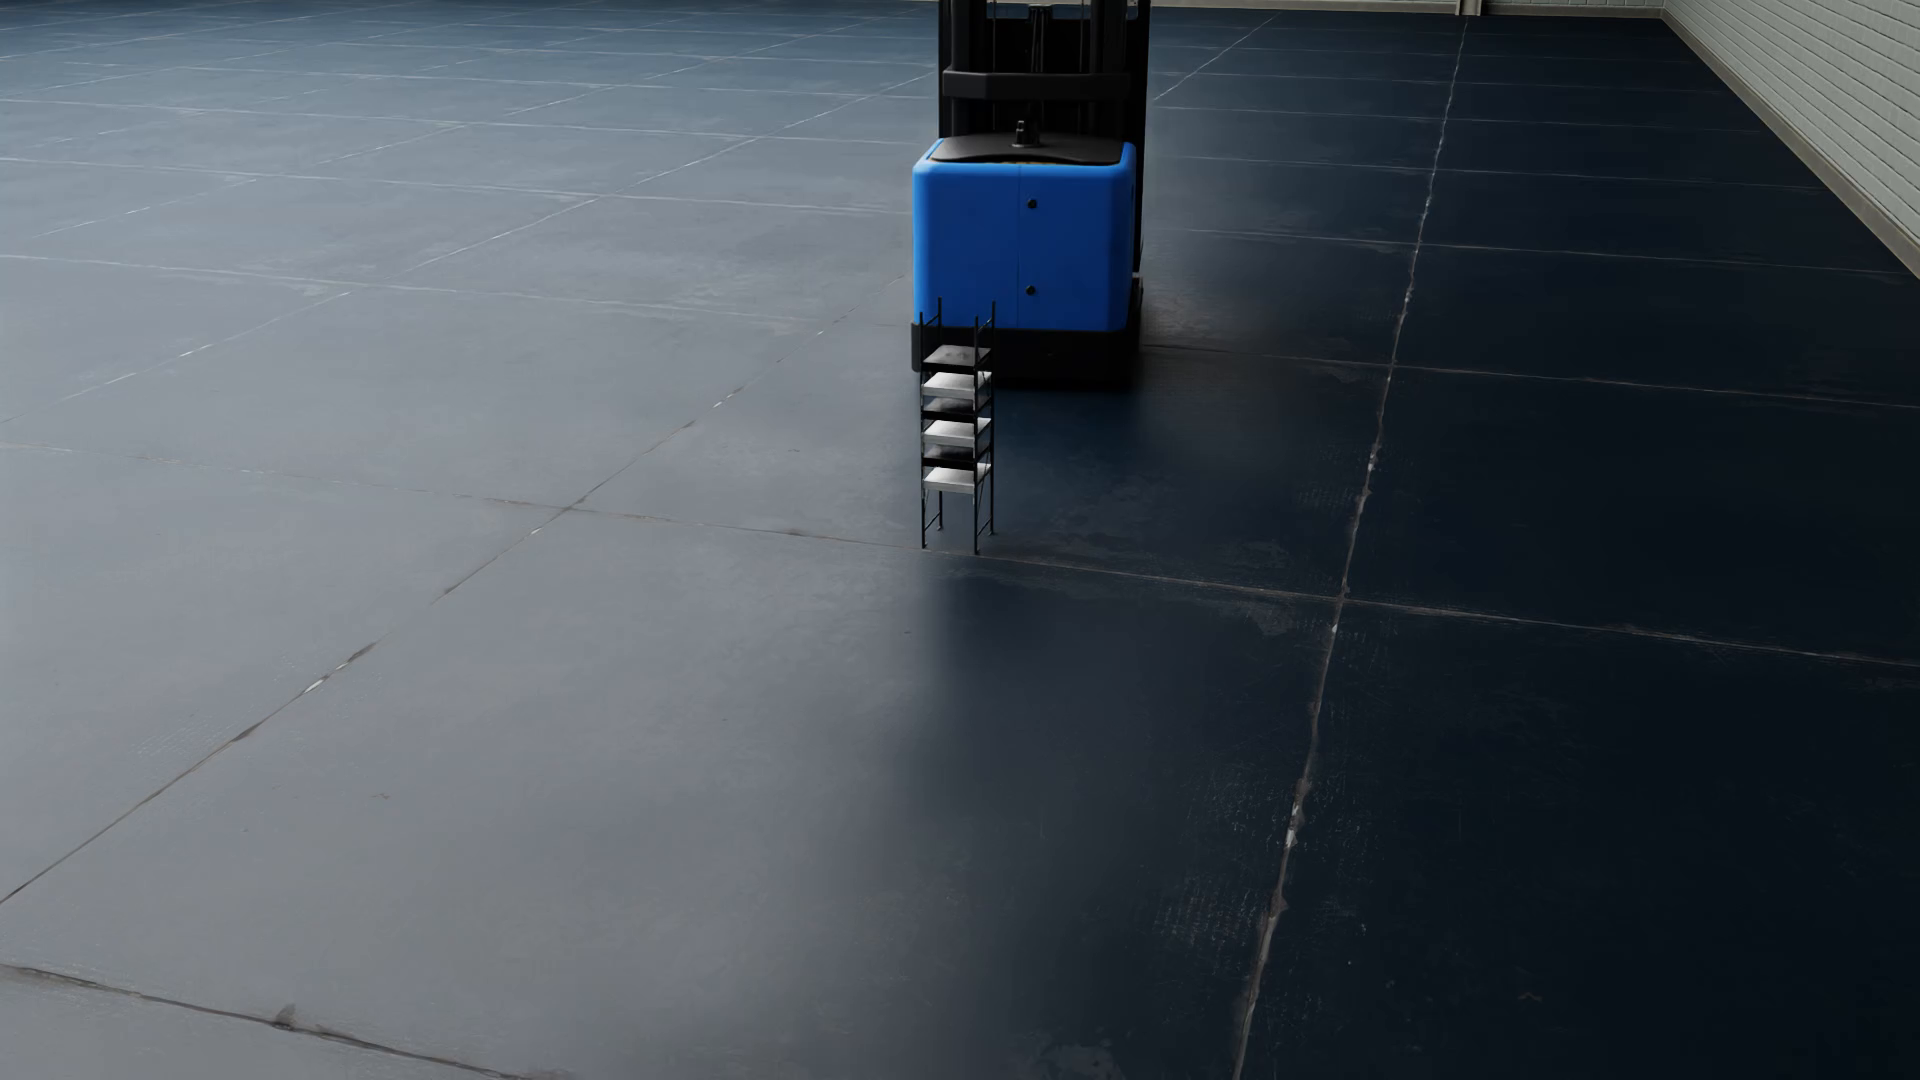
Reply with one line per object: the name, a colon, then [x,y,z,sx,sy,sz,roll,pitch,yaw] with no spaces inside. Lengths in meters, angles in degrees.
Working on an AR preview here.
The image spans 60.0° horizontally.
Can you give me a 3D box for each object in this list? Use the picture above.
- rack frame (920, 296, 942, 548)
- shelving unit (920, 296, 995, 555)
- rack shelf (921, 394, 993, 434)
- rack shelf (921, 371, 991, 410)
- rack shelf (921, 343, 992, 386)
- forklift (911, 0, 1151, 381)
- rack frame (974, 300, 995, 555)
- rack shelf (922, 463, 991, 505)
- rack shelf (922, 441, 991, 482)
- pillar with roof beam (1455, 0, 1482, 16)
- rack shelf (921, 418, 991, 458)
rack frame: [-0.105,-0.428,6.129,0.006,0.900,0.240,7,23,16]
shelving unit: [-0.008,-0.417,6.101,0.210,0.900,0.258,7,23,16]
rack shelf: [-0.008,-0.470,6.080,0.200,0.077,0.258,7,23,16]
rack shelf: [-0.008,-0.553,6.046,0.200,0.077,0.258,7,23,16]
rack shelf: [-0.008,-0.636,6.012,0.200,0.077,0.258,7,23,16]
forklift: [0.463,-2.636,8.835,1.130,2.935,3.031,3,22,7]
rack frame: [0.090,-0.406,6.074,0.006,0.900,0.240,7,23,16]
rack shelf: [-0.008,-0.220,6.182,0.200,0.077,0.258,7,23,16]
rack shelf: [-0.008,-0.303,6.148,0.200,0.077,0.258,7,23,16]
pillar with roof beam: [7.102,-11.229,21.788,0.400,9.000,9.100,7,23,16]
rack shelf: [-0.008,-0.386,6.114,0.200,0.077,0.258,7,23,16]
